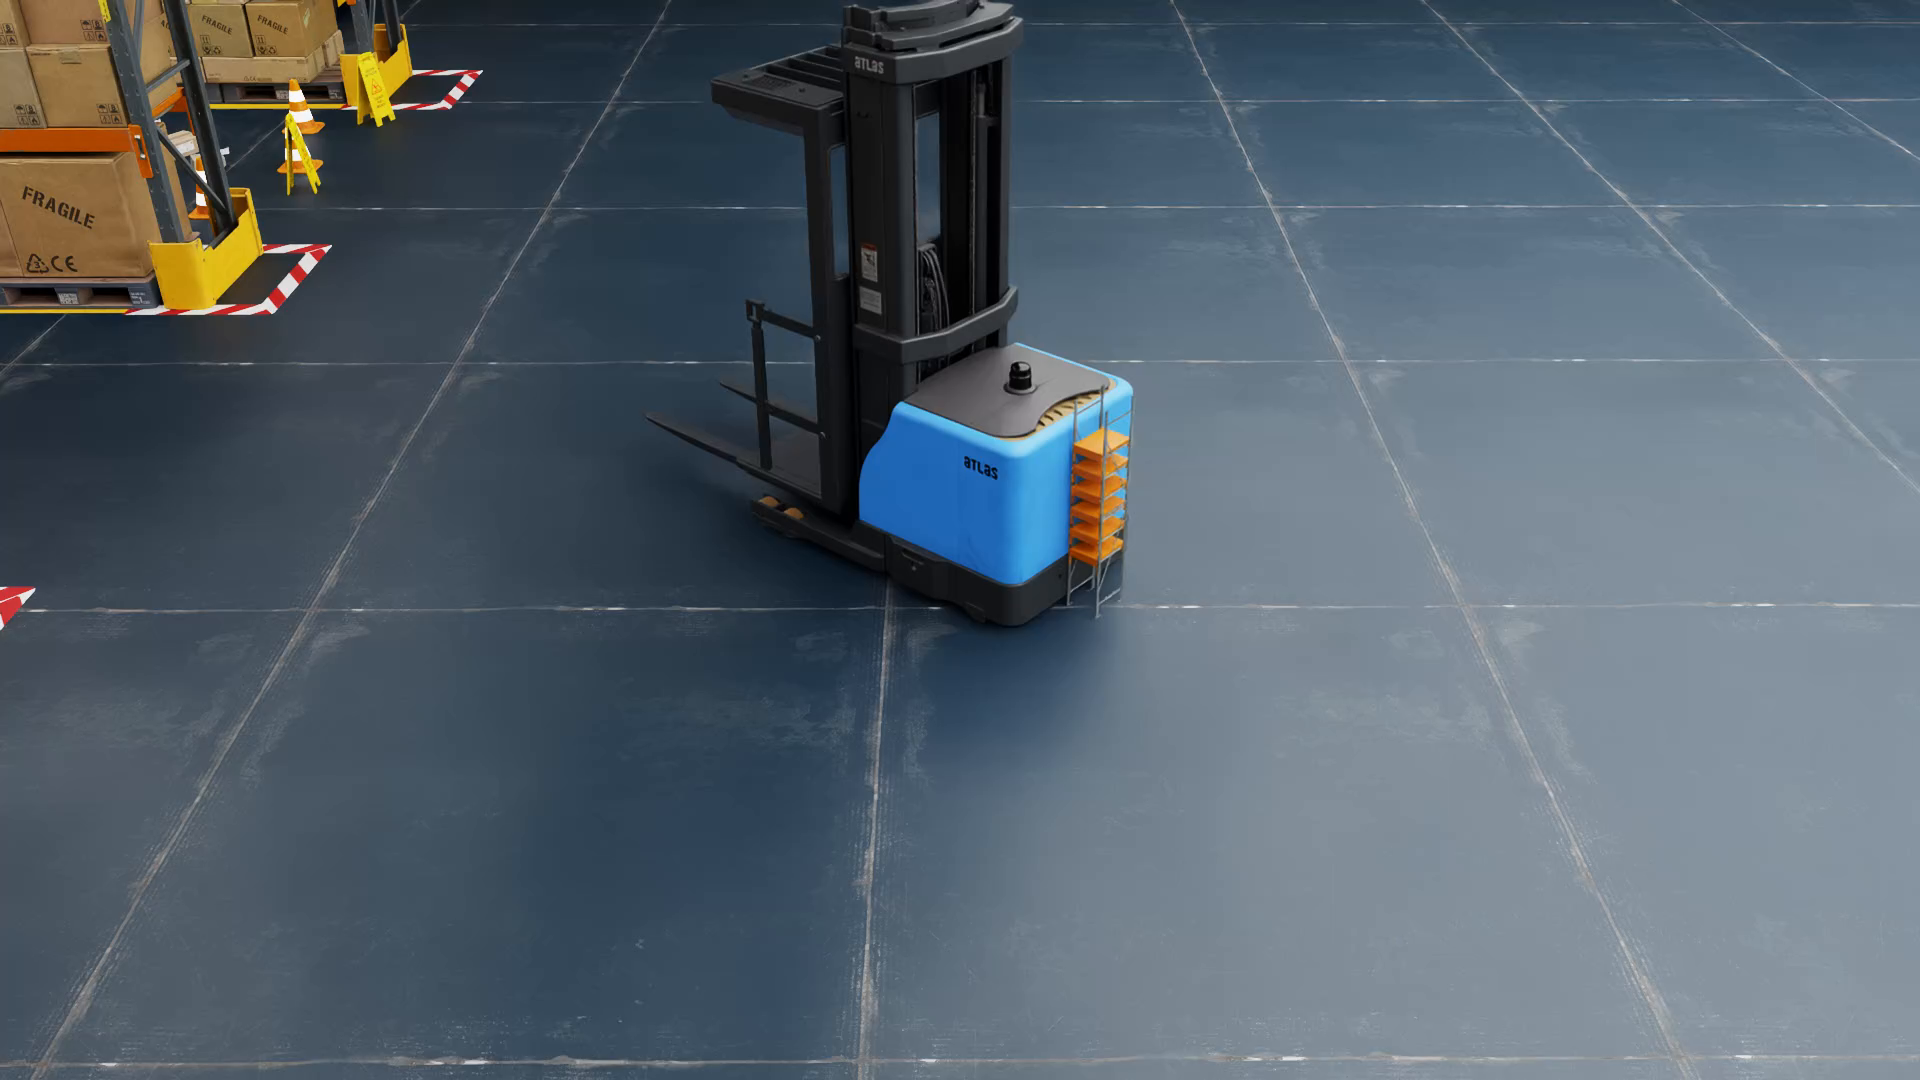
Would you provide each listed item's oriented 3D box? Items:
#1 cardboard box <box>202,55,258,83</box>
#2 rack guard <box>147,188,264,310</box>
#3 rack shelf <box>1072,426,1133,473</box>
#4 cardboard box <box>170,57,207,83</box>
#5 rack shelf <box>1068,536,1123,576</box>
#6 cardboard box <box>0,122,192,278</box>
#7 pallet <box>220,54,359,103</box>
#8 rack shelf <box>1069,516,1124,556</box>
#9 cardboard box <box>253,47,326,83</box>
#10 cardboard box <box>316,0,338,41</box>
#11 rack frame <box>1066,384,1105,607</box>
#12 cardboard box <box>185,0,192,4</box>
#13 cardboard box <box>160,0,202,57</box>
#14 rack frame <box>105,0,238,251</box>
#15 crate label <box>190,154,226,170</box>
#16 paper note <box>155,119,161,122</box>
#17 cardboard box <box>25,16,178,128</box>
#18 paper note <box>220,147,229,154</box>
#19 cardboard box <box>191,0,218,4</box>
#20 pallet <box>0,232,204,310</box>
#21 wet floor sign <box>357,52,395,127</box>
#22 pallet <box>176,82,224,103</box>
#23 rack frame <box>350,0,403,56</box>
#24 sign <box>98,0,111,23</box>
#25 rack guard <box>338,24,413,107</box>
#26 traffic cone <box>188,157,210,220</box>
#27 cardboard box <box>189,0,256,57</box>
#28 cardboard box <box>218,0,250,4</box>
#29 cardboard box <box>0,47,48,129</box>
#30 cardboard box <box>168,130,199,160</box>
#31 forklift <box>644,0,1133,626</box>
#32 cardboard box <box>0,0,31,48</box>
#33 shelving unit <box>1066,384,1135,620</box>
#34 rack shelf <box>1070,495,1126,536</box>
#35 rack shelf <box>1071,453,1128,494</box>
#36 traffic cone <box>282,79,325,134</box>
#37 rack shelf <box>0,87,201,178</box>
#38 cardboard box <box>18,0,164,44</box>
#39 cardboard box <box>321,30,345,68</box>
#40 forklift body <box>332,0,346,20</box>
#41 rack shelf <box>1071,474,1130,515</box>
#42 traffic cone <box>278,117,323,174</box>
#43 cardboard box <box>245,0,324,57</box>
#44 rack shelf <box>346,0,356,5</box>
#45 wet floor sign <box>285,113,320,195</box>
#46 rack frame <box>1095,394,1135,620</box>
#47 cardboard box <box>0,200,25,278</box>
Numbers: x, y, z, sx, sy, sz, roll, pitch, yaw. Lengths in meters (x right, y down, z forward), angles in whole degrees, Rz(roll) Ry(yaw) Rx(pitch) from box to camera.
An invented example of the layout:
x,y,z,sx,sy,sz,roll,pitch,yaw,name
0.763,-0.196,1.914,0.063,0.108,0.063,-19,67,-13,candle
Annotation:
x,y,z,sx,sy,sz,roll,pitch,yaw,name
-7.065,-4.677,16.313,0.500,0.250,0.500,0,31,0,cardboard box
-5.585,-2.177,12.356,0.348,0.500,1.175,0,31,0,rack guard
0.704,-0.450,8.227,0.180,0.103,0.258,24,38,33,rack shelf
-7.588,-4.673,16.305,0.500,0.250,0.500,-1,31,-2,cardboard box
0.704,0.063,8.538,0.180,0.103,0.258,24,38,33,rack shelf
-6.287,-2.480,12.089,0.875,0.875,0.875,0,31,0,cardboard box
-6.629,-4.636,16.688,1.213,0.211,1.003,0,31,0,pallet
0.704,-0.040,8.476,0.180,0.103,0.258,24,38,33,rack shelf
-6.571,-4.674,16.309,0.500,0.250,0.500,0,31,-1,cardboard box
-6.572,-5.278,16.580,0.500,0.500,0.500,-1,31,-2,cardboard box
0.634,-0.211,8.441,0.006,1.200,0.240,24,38,33,rack frame
-7.421,-5.242,15.895,0.250,0.149,0.380,1,31,2,cardboard box
-7.566,-4.998,16.119,0.500,0.500,0.500,-1,31,-1,cardboard box
-5.609,-3.245,11.707,0.127,3.000,1.000,0,31,0,rack frame
-6.601,-3.309,14.572,0.298,0.136,0.250,-17,35,-26,crate label
-7.644,-3.949,15.729,0.148,0.019,0.142,-11,33,-17,paper note
-5.980,-3.285,11.628,0.550,0.550,0.875,0,31,0,cardboard box
-6.673,-3.508,15.002,0.142,0.019,0.148,-11,33,-17,paper note
-7.158,-5.242,15.895,0.250,0.149,0.380,0,31,1,cardboard box
-6.408,-2.010,12.360,1.213,0.211,1.003,0,31,0,pallet
-5.544,-4.252,15.635,0.232,0.644,0.267,10,33,17,wet floor sign
-7.846,-4.634,16.684,1.213,0.211,1.003,0,31,0,pallet
-5.740,-5.813,15.939,0.127,3.000,1.000,0,31,0,rack frame
-5.620,-3.560,10.881,0.005,0.325,0.100,0,31,0,sign
-5.816,-4.744,16.587,0.348,0.500,1.175,0,31,0,rack guard
-6.149,-2.896,13.576,0.334,0.463,0.336,0,31,0,traffic cone
-7.061,-4.996,16.116,0.500,0.500,0.500,1,31,2,cardboard box
-6.906,-5.241,15.894,0.250,0.149,0.380,1,31,1,cardboard box
-6.530,-3.272,11.606,0.550,0.550,0.875,0,31,0,cardboard box
-7.038,-3.542,14.944,0.250,0.149,0.380,16,35,25,cardboard box
-0.548,-1.450,8.814,3.031,2.935,1.130,24,38,33,forklift
-6.530,-3.740,11.338,0.550,0.550,0.875,0,31,0,cardboard box
0.704,-0.181,8.391,0.189,1.200,0.258,24,38,33,shelving unit
0.704,-0.143,8.414,0.180,0.103,0.258,24,38,33,rack shelf
0.704,-0.348,8.289,0.180,0.103,0.258,24,38,33,rack shelf
-6.162,-4.058,15.492,0.334,0.463,0.336,0,31,0,traffic cone
-7.609,-2.932,11.883,4.000,0.370,1.077,0,31,0,rack shelf
-5.980,-3.790,11.419,0.550,0.550,0.875,0,31,0,cardboard box
-6.548,-4.958,16.775,0.500,0.250,0.500,0,31,-1,cardboard box
-7.659,-7.072,18.833,1.214,2.155,2.313,0,31,0,forklift body
0.704,-0.245,8.352,0.180,0.103,0.258,24,38,33,rack shelf
-5.816,-3.483,14.544,0.334,0.463,0.336,0,31,0,traffic cone
-6.540,-4.999,16.121,0.500,0.500,0.500,0,31,0,cardboard box
-7.740,-5.499,16.115,4.000,0.370,1.077,0,31,0,rack shelf
-5.592,-3.266,14.011,0.232,0.644,0.267,-5,32,-9,wet floor sign
0.774,-0.150,8.340,0.006,1.200,0.240,24,38,33,rack frame
-7.167,-2.476,12.083,0.875,0.875,0.875,-1,31,-1,cardboard box
